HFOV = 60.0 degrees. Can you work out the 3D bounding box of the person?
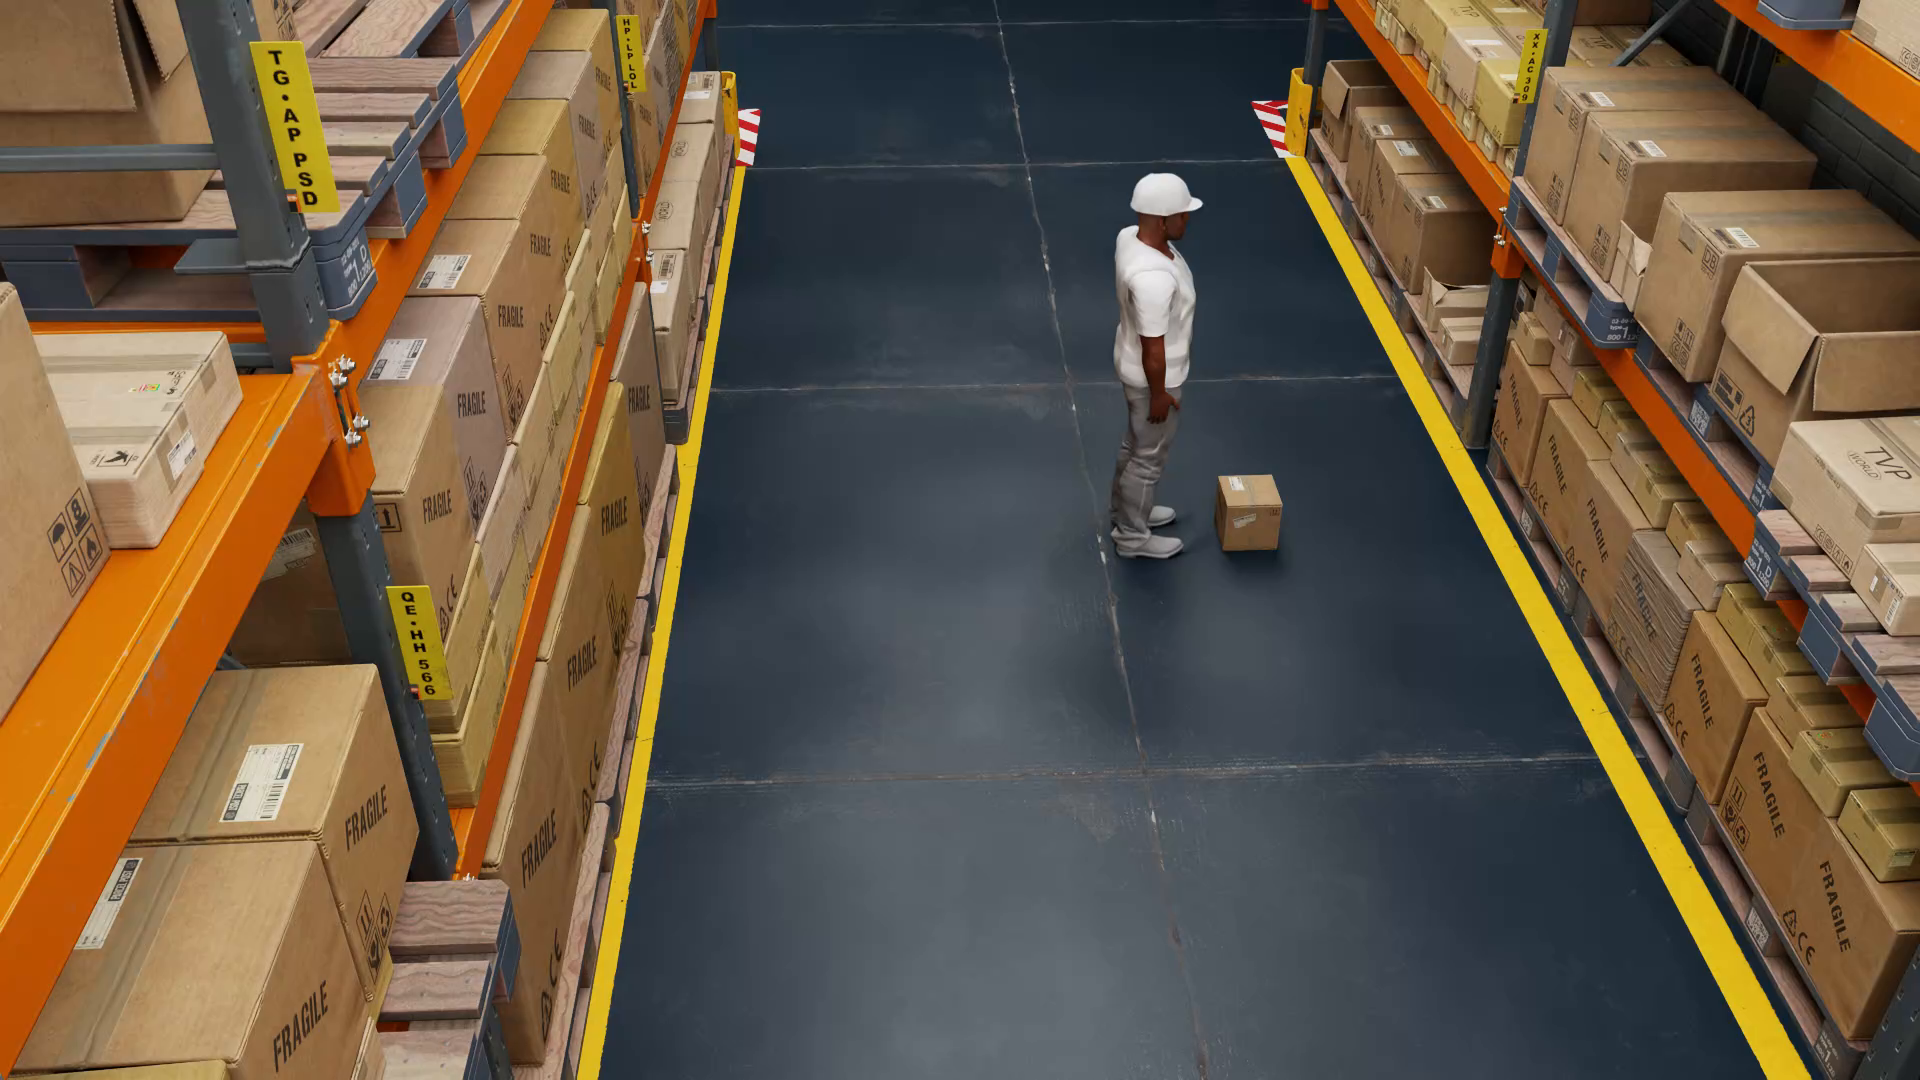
[{"bbox_3d":[0.831,-0.743,7.183,0.367,1.766,0.562,-1,35,-1],"label":"person"}]
